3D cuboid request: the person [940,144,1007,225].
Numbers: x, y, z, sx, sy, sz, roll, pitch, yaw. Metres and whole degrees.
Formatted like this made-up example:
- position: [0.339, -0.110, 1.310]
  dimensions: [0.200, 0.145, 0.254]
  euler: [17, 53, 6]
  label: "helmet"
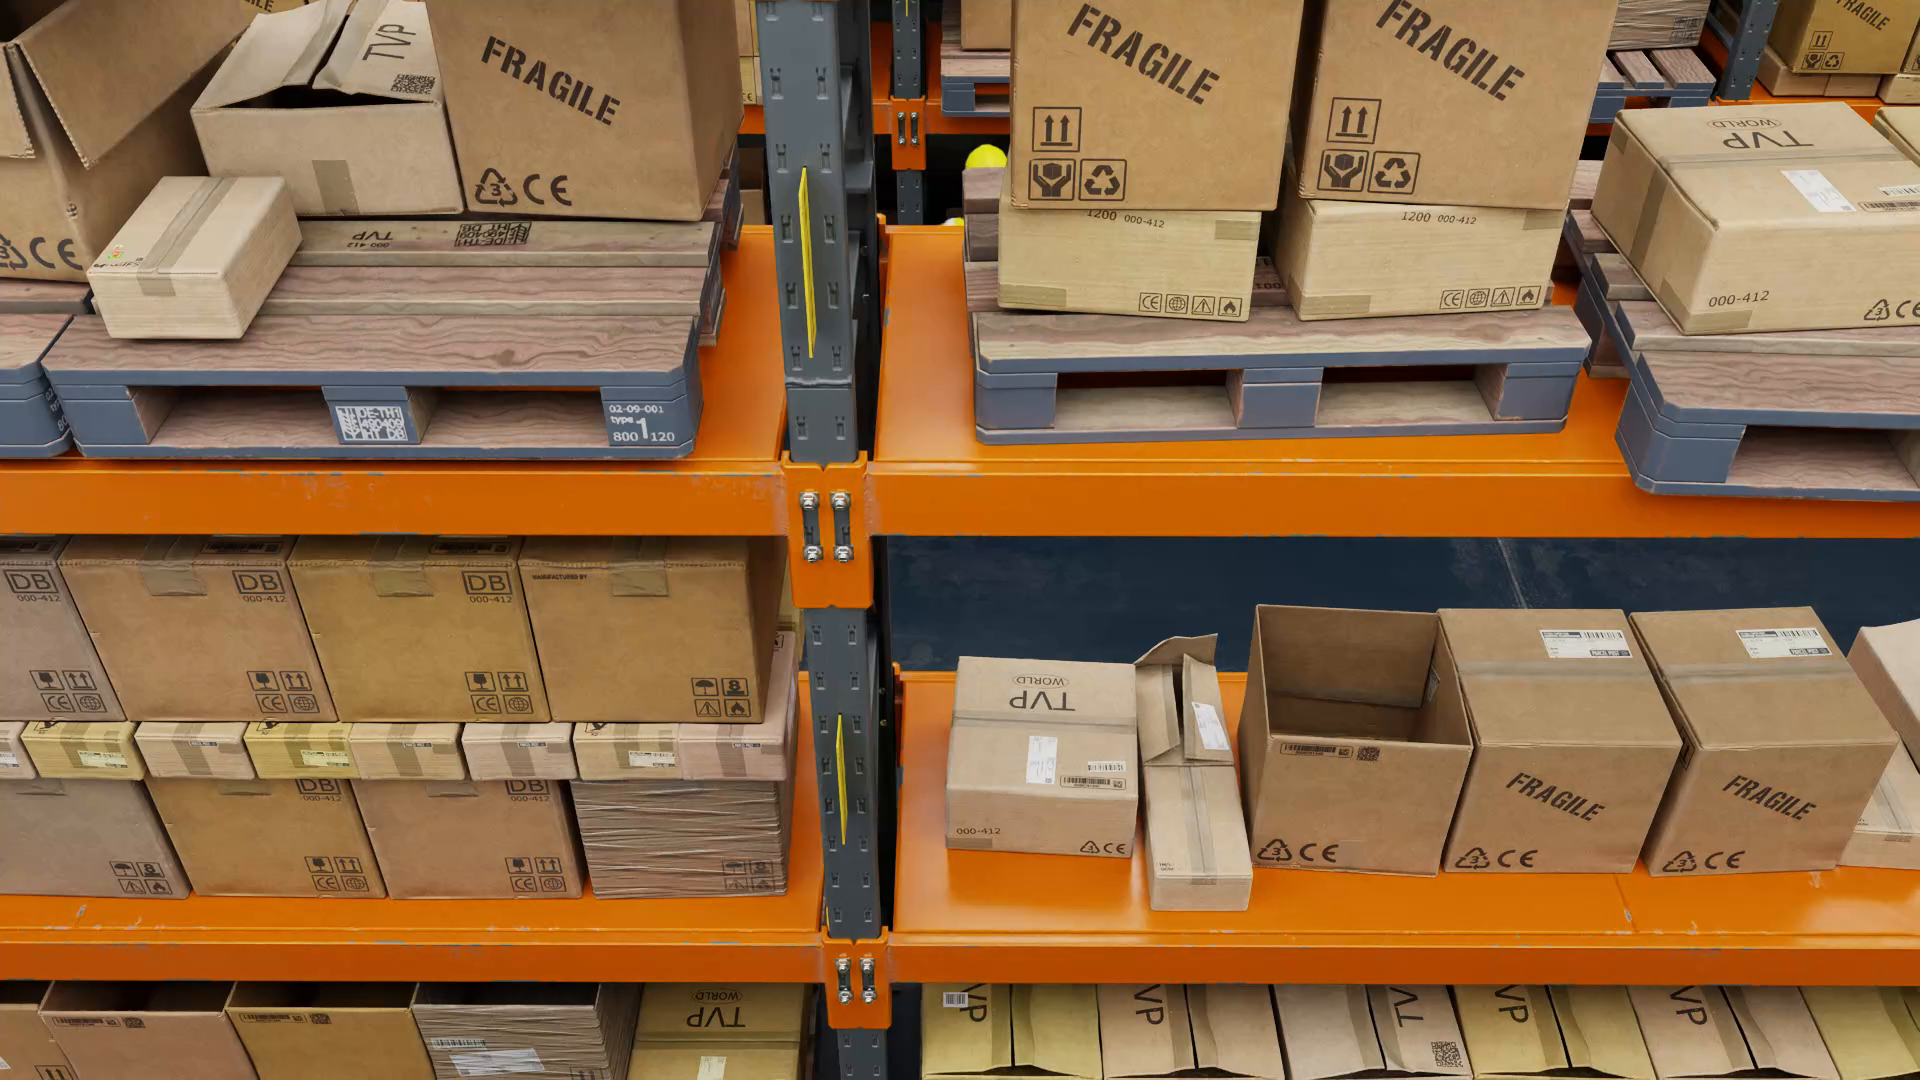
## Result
- position: [0.128, -0.865, 7.191]
  dimensions: [0.583, 1.766, 0.422]
  euler: [-1, 39, -1]
  label: "person"
